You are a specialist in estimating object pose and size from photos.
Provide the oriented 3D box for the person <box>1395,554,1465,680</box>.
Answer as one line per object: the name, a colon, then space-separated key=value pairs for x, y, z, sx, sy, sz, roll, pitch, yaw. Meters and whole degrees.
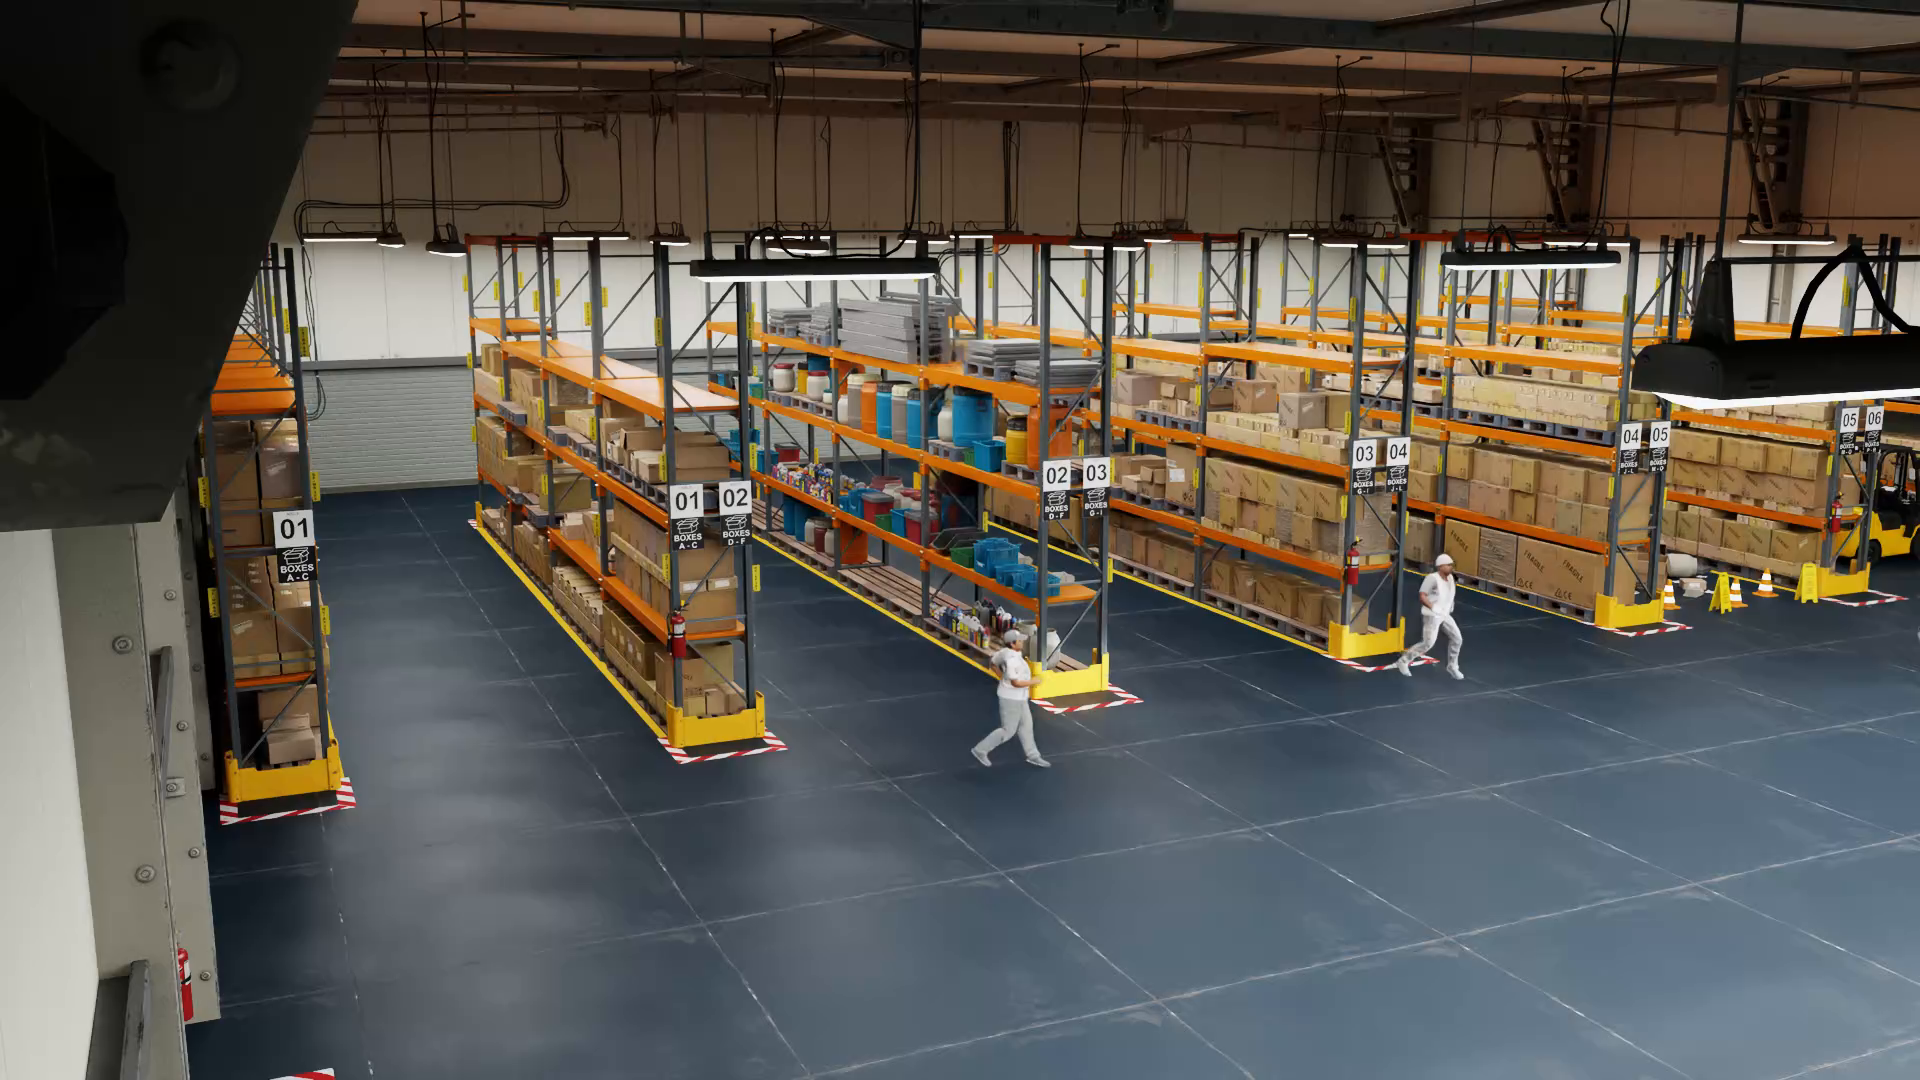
person: x=6.595 y=1.072 z=23.083 sx=0.754 sy=1.777 sz=0.910 roll=11 pitch=15 yaw=43

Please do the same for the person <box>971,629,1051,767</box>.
person: x=0.596 y=1.847 z=19.161 sx=0.936 sy=1.677 sz=0.611 roll=0 pitch=11 yaw=-2
